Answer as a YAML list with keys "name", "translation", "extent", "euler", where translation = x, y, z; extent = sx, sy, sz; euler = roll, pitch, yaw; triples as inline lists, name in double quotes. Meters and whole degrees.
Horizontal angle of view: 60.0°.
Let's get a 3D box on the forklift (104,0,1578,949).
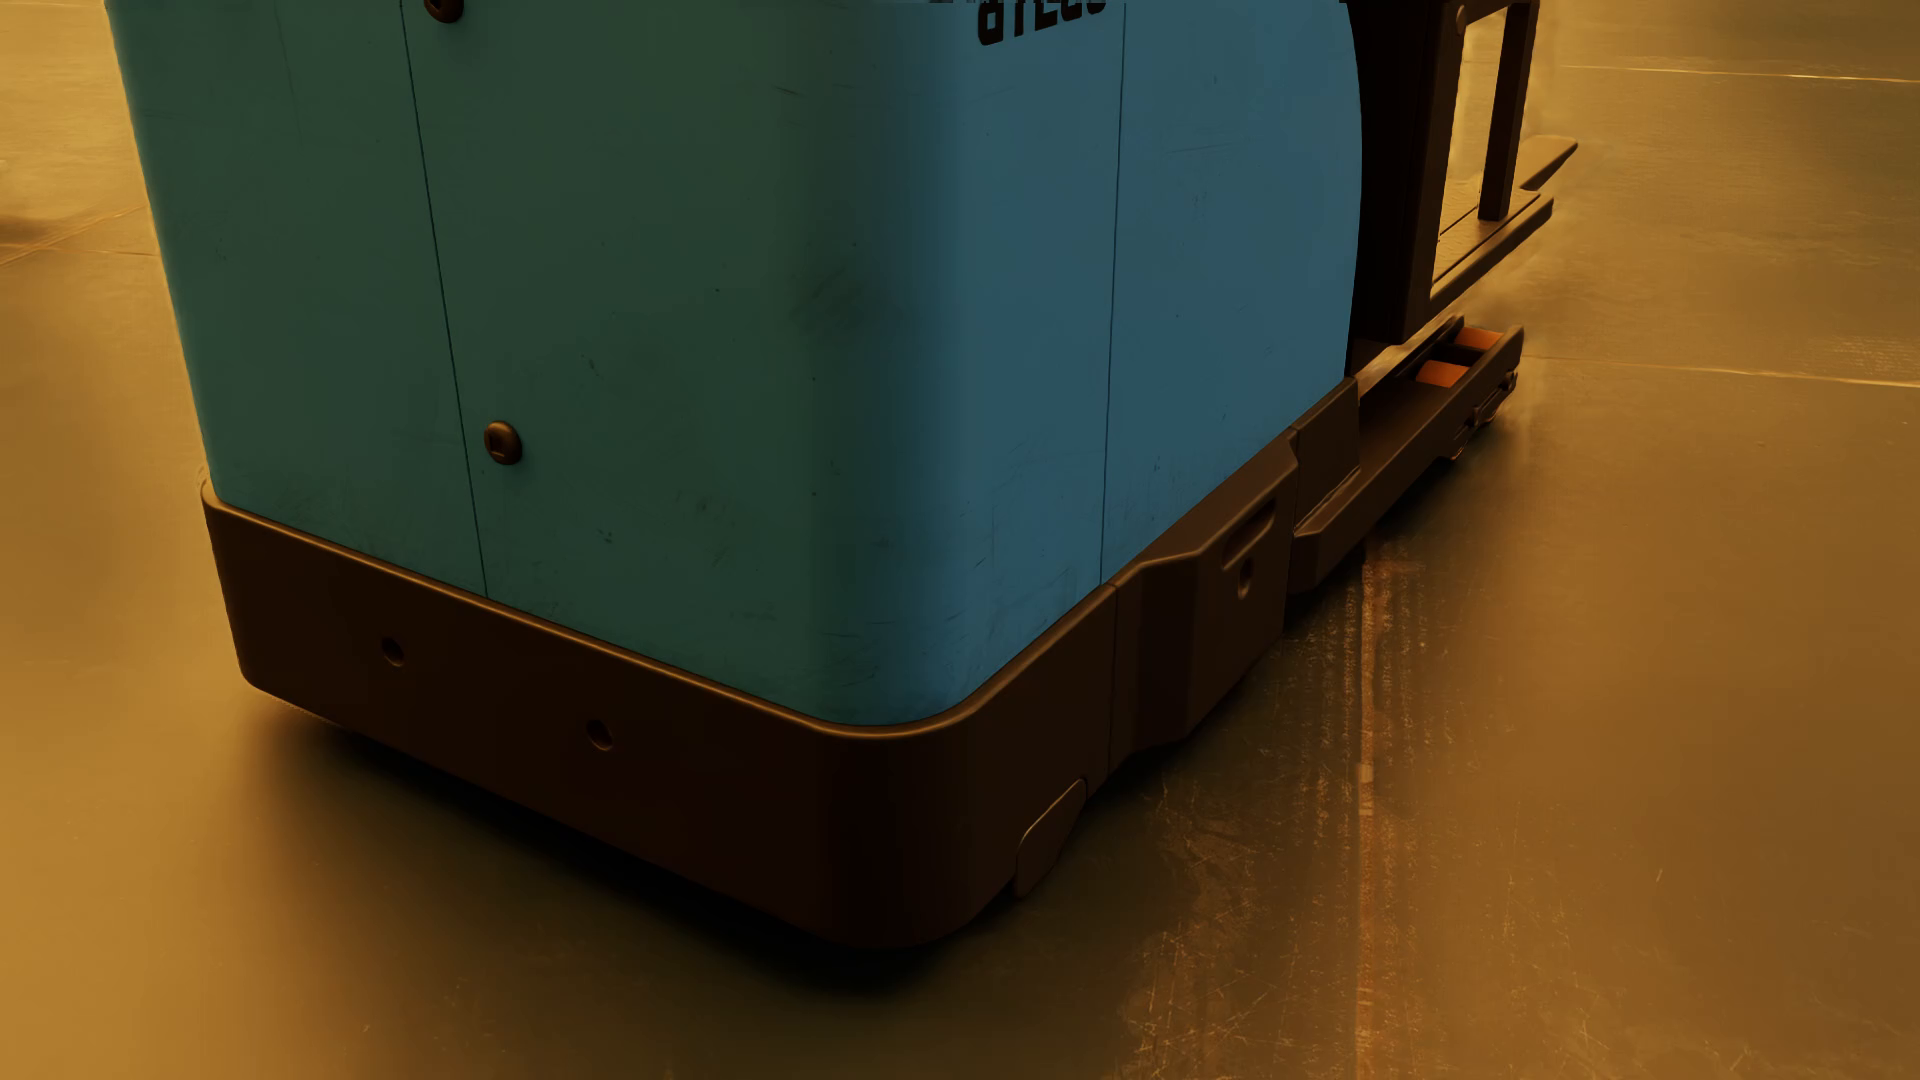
- name: "forklift"
  translation: [0.326, -1.541, 2.300]
  extent: [1.130, 2.935, 3.031]
  euler: [16, 31, 29]
